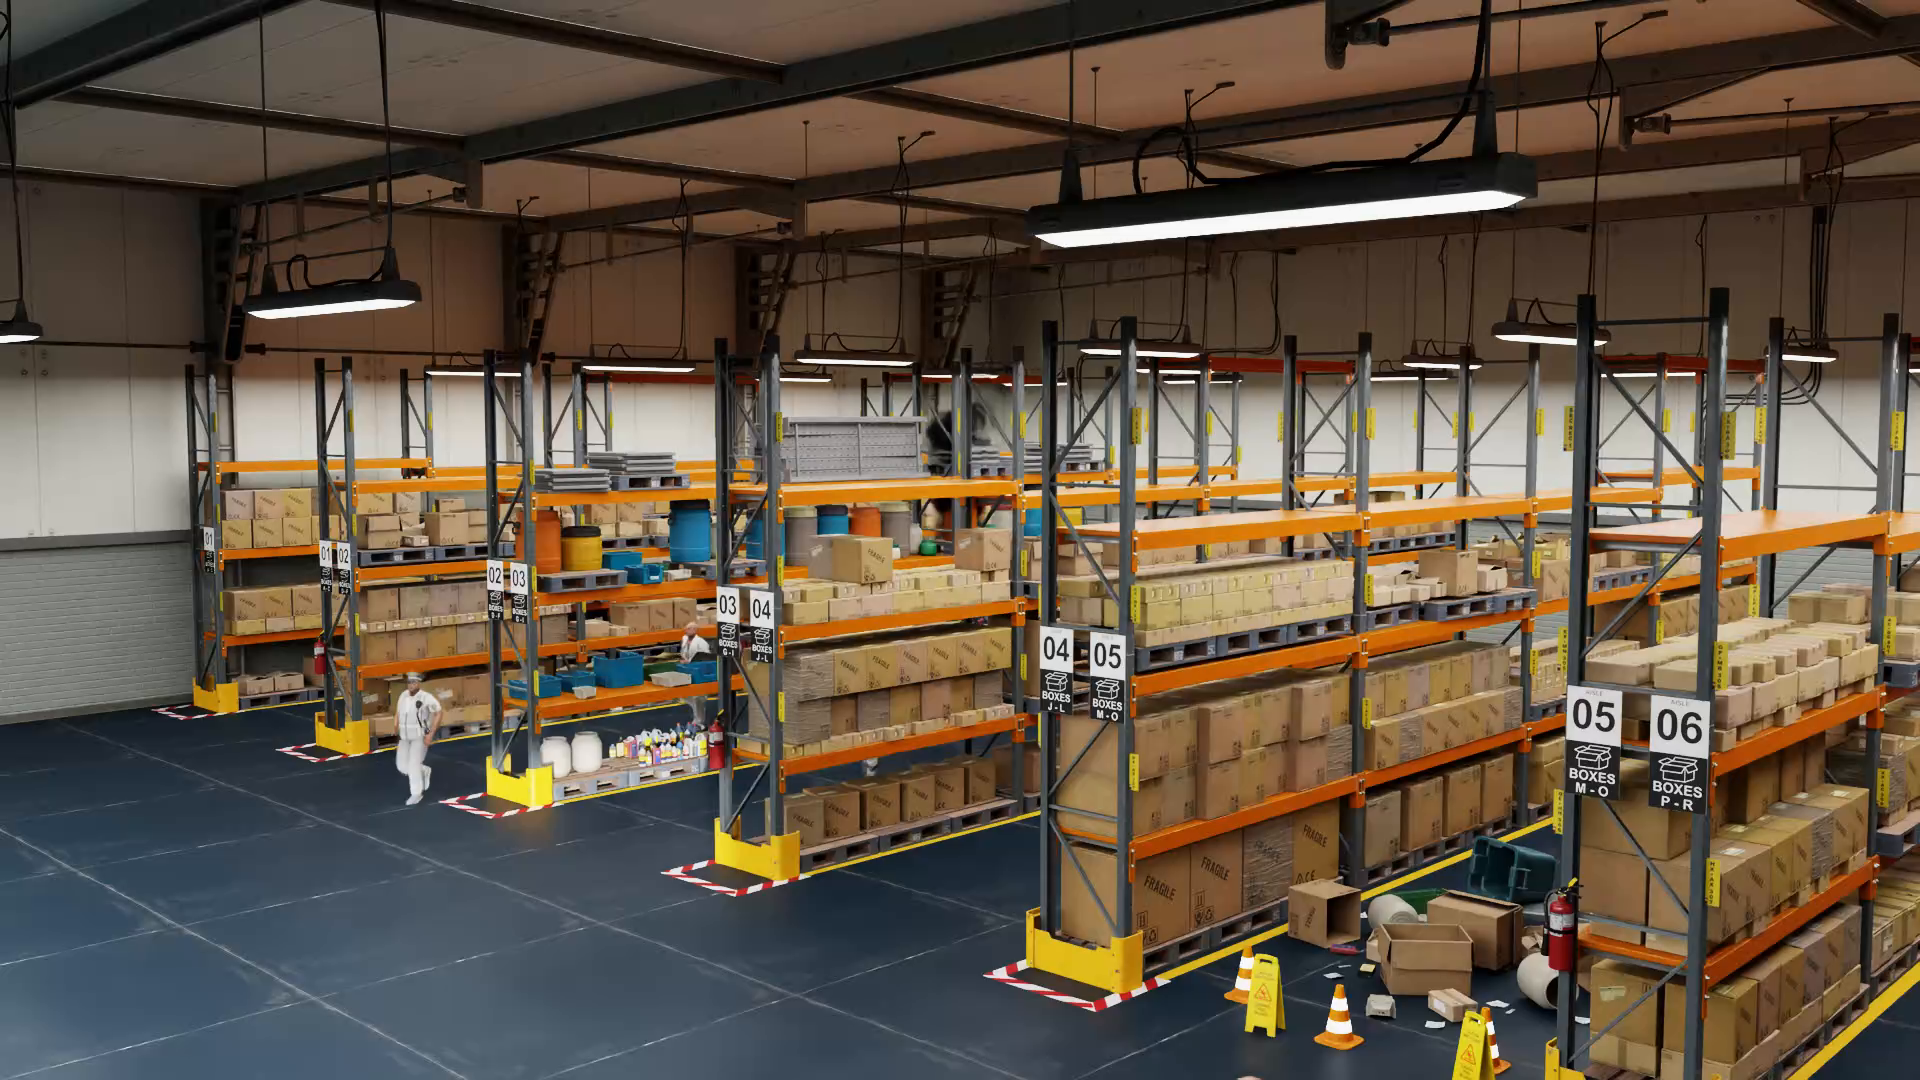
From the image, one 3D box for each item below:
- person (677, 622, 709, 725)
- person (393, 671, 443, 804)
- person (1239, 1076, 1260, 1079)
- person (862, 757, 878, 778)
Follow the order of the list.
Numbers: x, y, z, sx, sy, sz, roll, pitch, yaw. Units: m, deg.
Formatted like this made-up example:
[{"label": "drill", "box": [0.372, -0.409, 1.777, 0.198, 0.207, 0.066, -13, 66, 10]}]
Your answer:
[{"label": "person", "box": [-4.433, 2.205, 27.336, 0.758, 1.729, 0.754, 3, 5, 35]}, {"label": "person", "box": [-7.247, 2.608, 22.193, 0.698, 1.757, 0.588, 2, 5, 20]}, {"label": "person", "box": [1.467, 3.635, 8.461, 0.708, 1.857, 0.840, 1, 4, 12]}, {"label": "person", "box": [-1.302, 2.518, 23.179, 0.663, 1.736, 0.560, 2, 5, 30]}]
